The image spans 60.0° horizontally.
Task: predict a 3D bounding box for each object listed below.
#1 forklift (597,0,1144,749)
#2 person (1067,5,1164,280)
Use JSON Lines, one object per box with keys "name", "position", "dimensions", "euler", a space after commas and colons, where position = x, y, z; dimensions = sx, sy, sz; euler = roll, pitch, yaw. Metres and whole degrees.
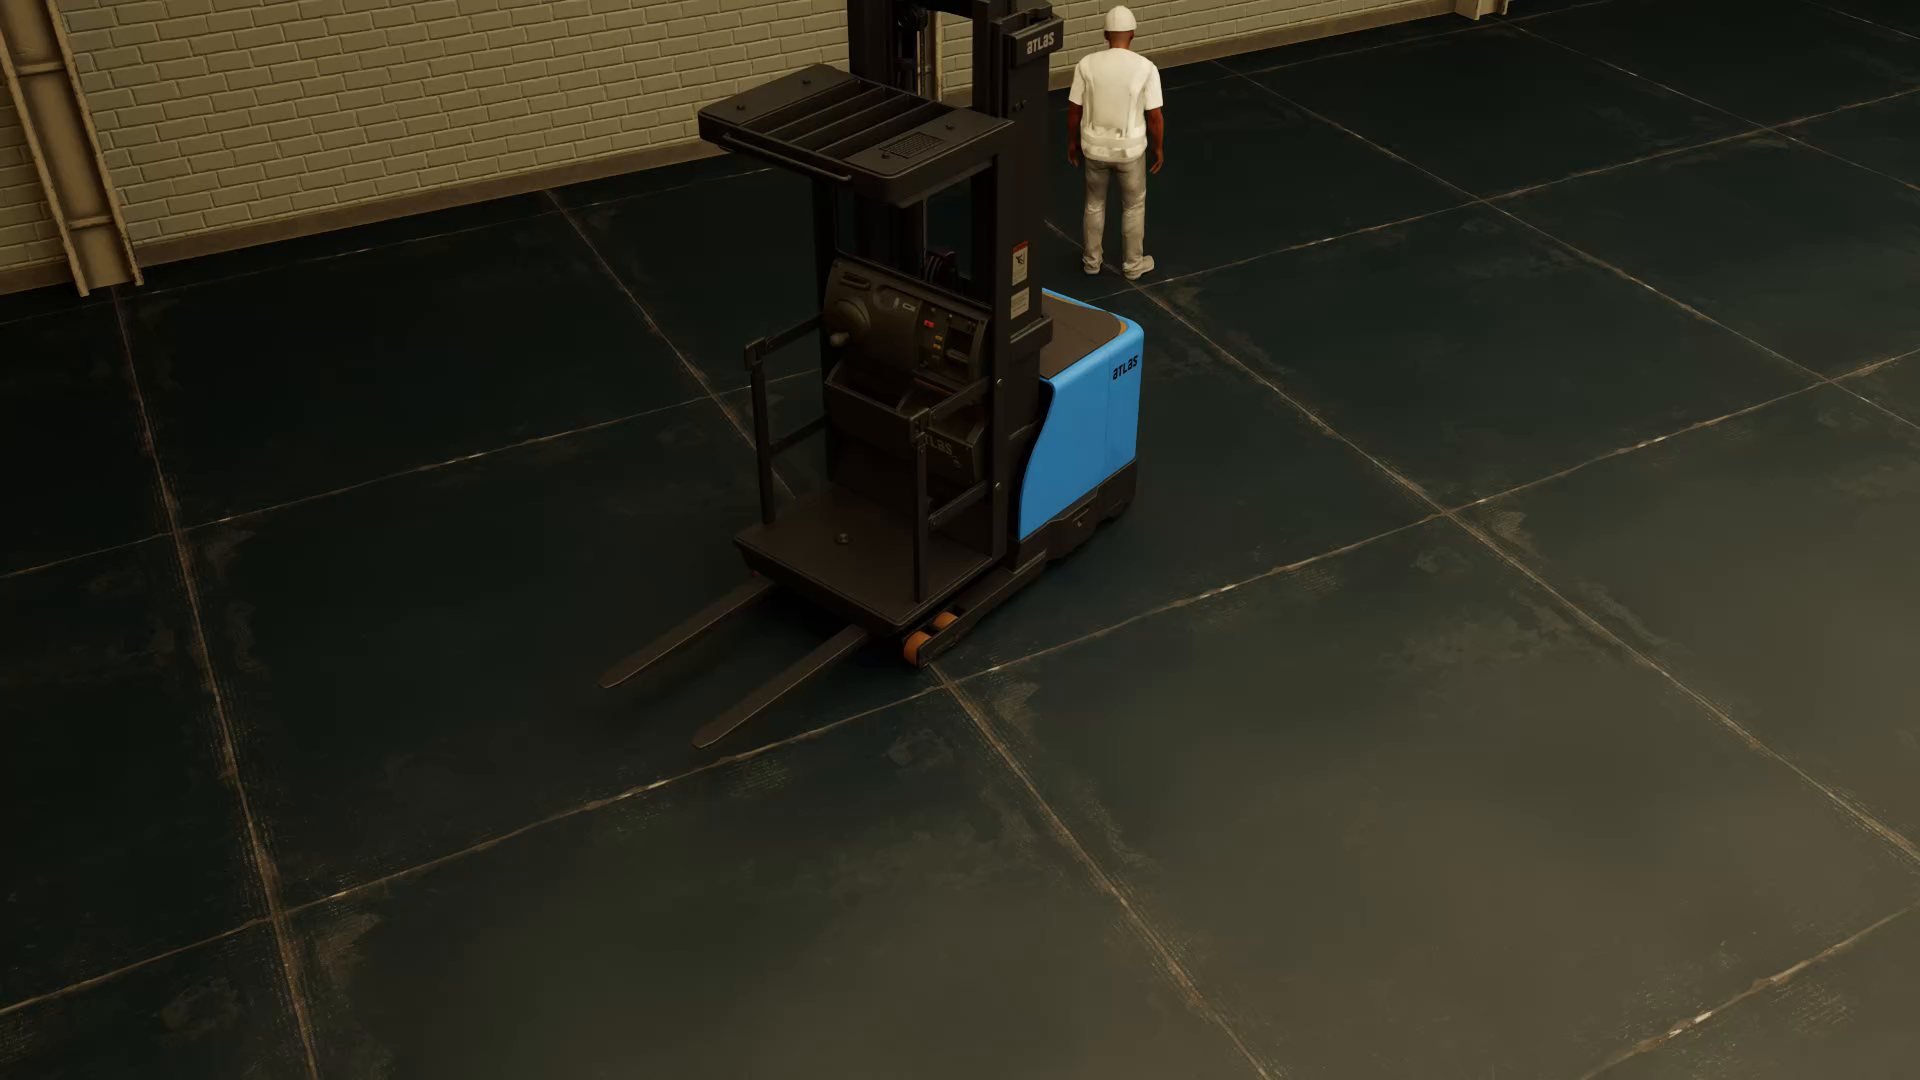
{"name": "forklift", "position": [-0.390, -0.927, 7.434], "dimensions": [1.130, 2.935, 3.031], "euler": [26, 43, 31]}
{"name": "person", "position": [1.004, -2.550, 10.749], "dimensions": [0.631, 1.759, 0.461], "euler": [9, 36, 13]}
